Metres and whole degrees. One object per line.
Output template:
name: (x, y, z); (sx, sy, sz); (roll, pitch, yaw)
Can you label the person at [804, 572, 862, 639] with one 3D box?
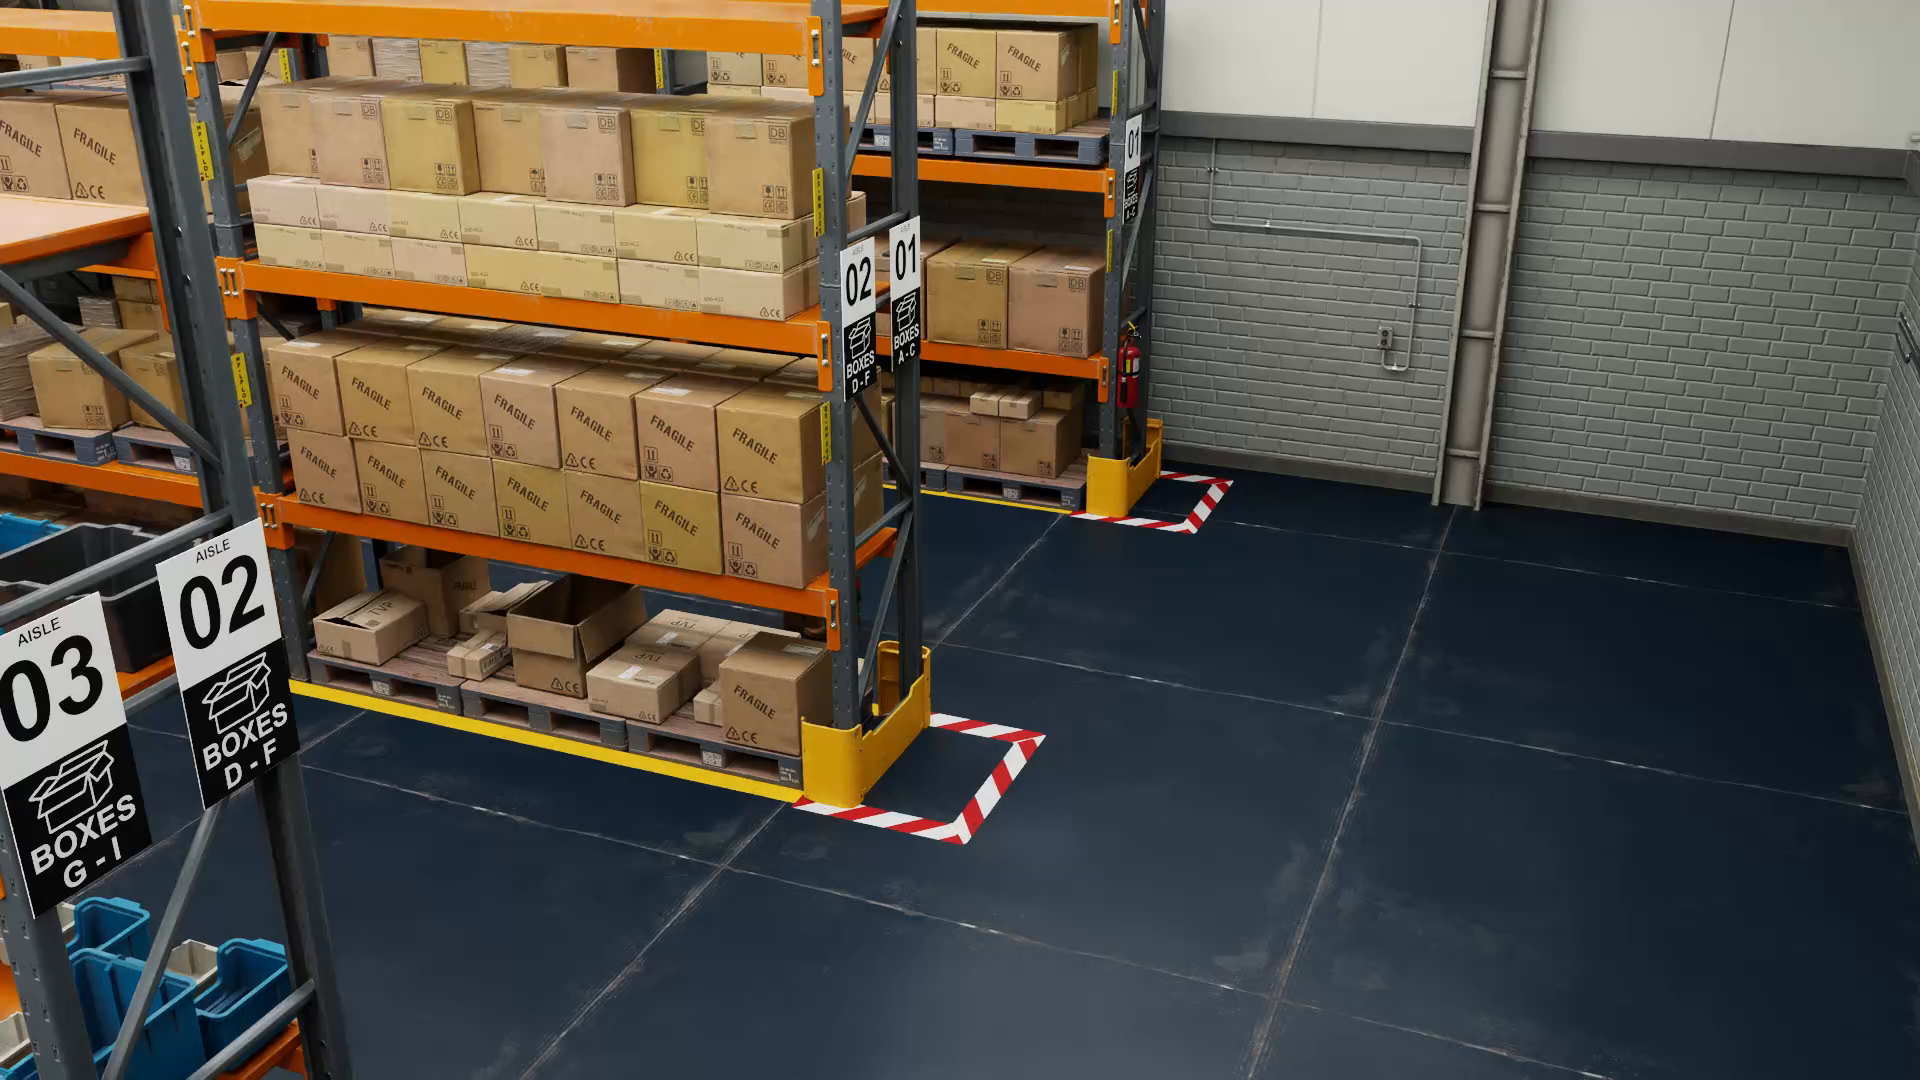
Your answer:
person: (-0.883, -0.180, 11.360); (0.450, 1.779, 0.619); (7, 23, 17)
